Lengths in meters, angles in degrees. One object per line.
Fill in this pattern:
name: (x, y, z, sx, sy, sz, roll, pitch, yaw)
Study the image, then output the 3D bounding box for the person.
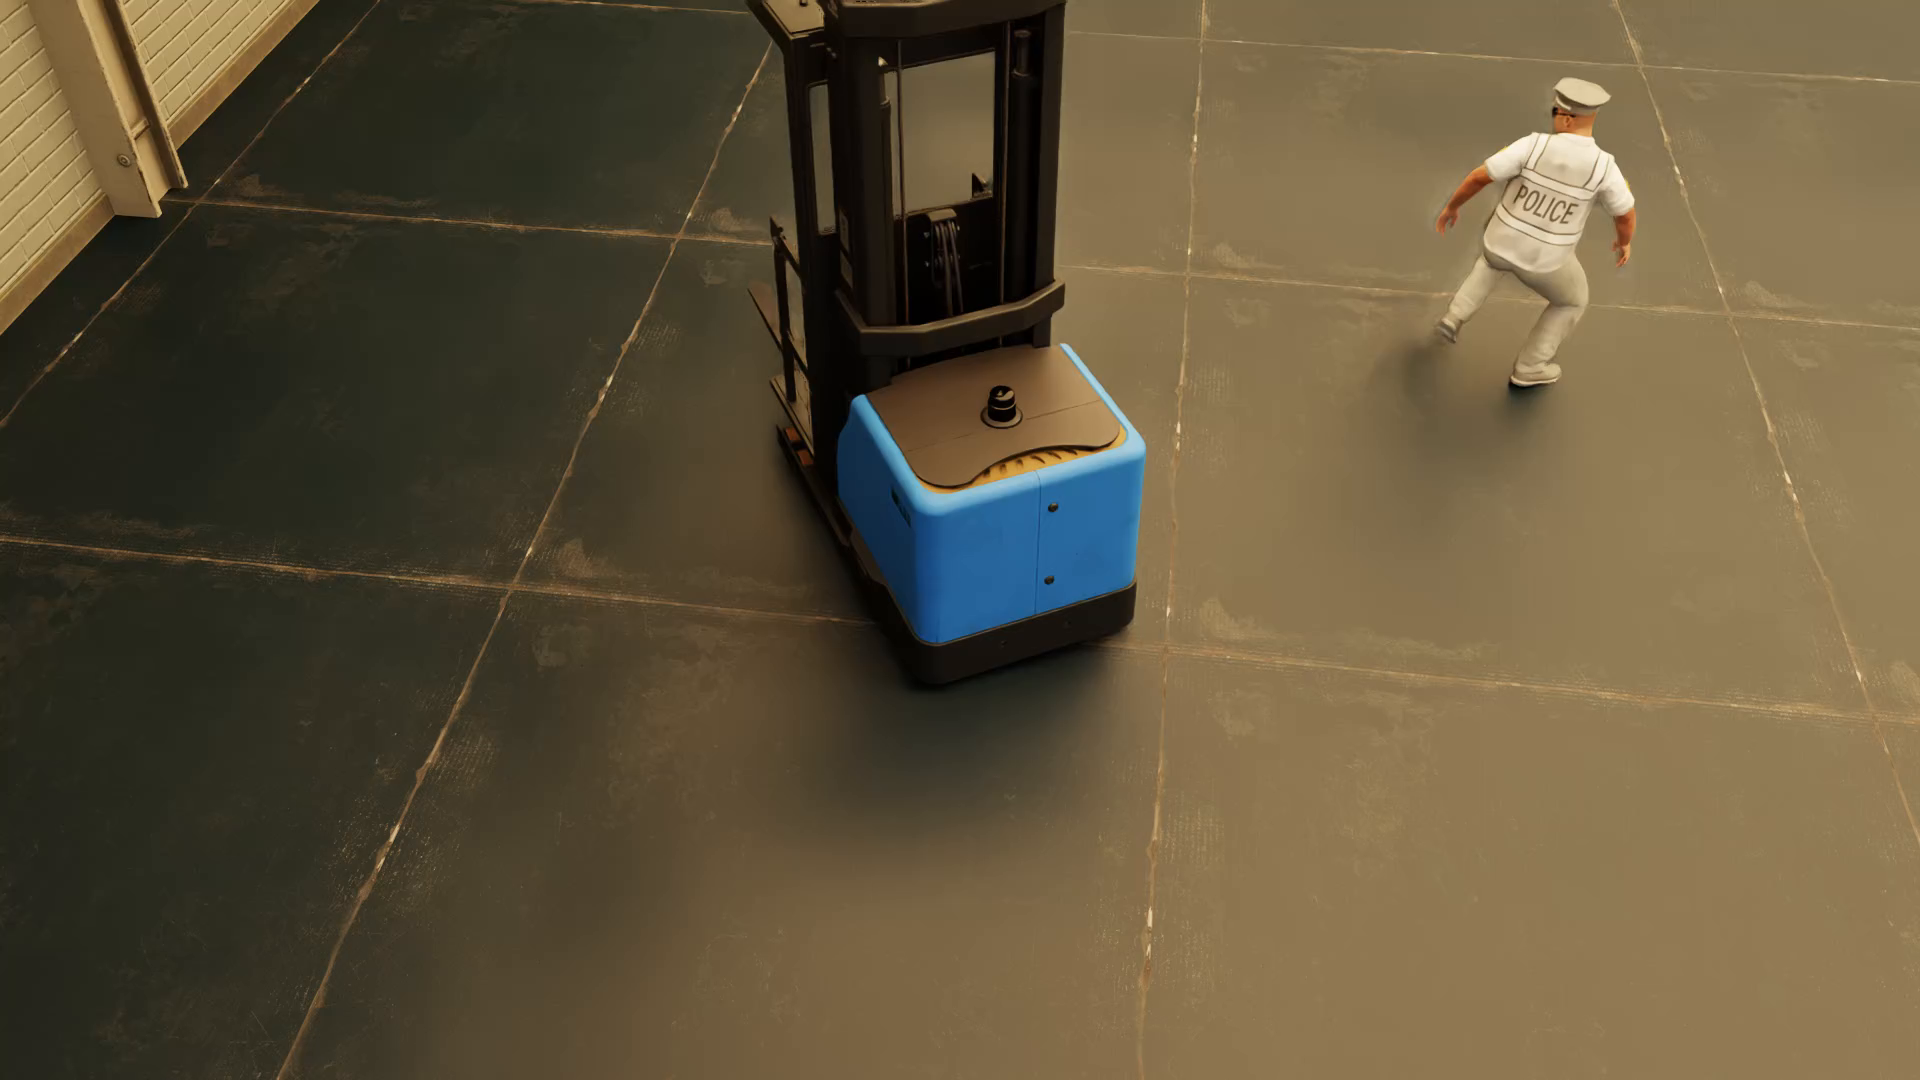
person: (2.890, -1.535, 8.371, 0.857, 1.646, 0.562, 29, 50, 28)

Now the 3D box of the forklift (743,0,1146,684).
forklift: (-0.263, -1.468, 7.322, 1.130, 2.935, 3.031, -16, 45, -17)
